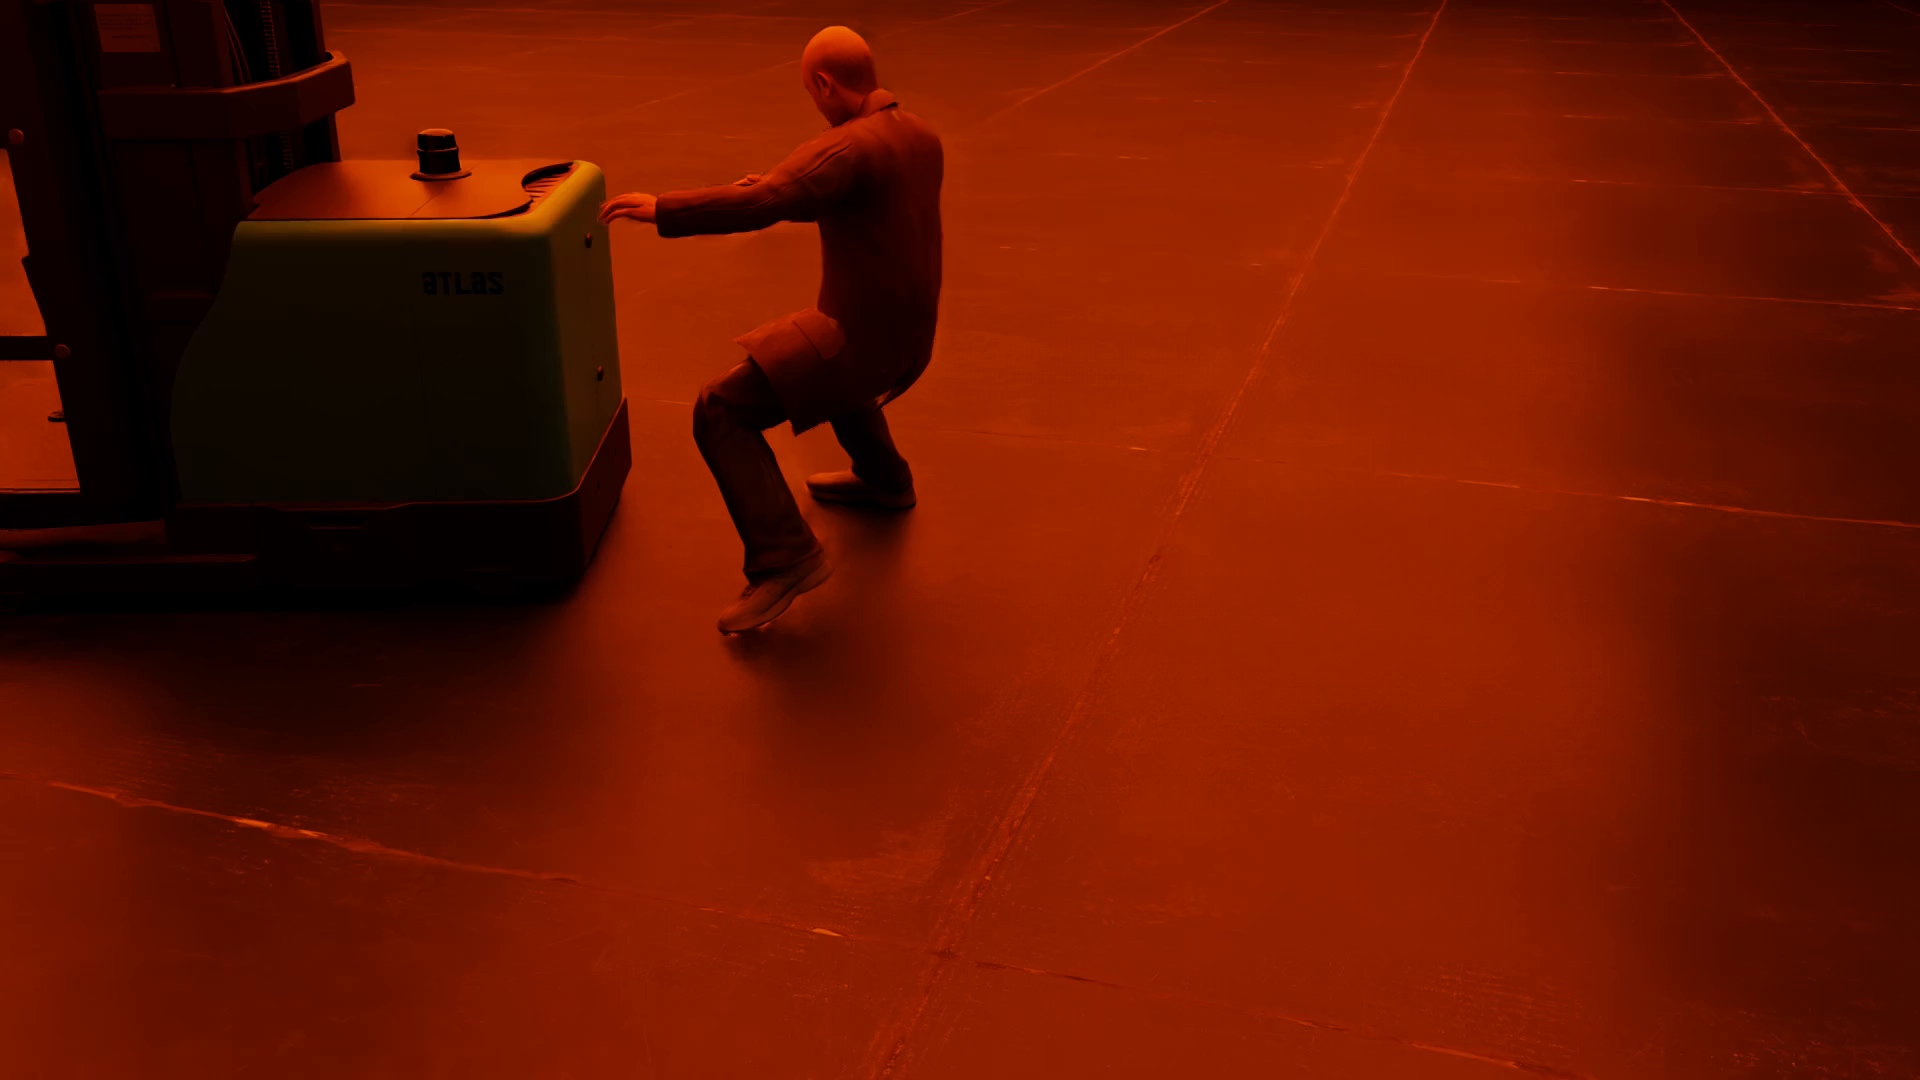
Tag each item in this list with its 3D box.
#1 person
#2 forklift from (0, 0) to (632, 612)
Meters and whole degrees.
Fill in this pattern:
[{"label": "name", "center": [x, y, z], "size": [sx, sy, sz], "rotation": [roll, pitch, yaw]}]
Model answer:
[{"label": "person", "center": [-0.433, -0.641, 4.661], "size": [0.739, 1.534, 1.177], "rotation": [11, 25, 25]}, {"label": "forklift", "center": [-2.593, -1.356, 4.565], "size": [3.031, 2.935, 1.130], "rotation": [-1, 22, -2]}]
